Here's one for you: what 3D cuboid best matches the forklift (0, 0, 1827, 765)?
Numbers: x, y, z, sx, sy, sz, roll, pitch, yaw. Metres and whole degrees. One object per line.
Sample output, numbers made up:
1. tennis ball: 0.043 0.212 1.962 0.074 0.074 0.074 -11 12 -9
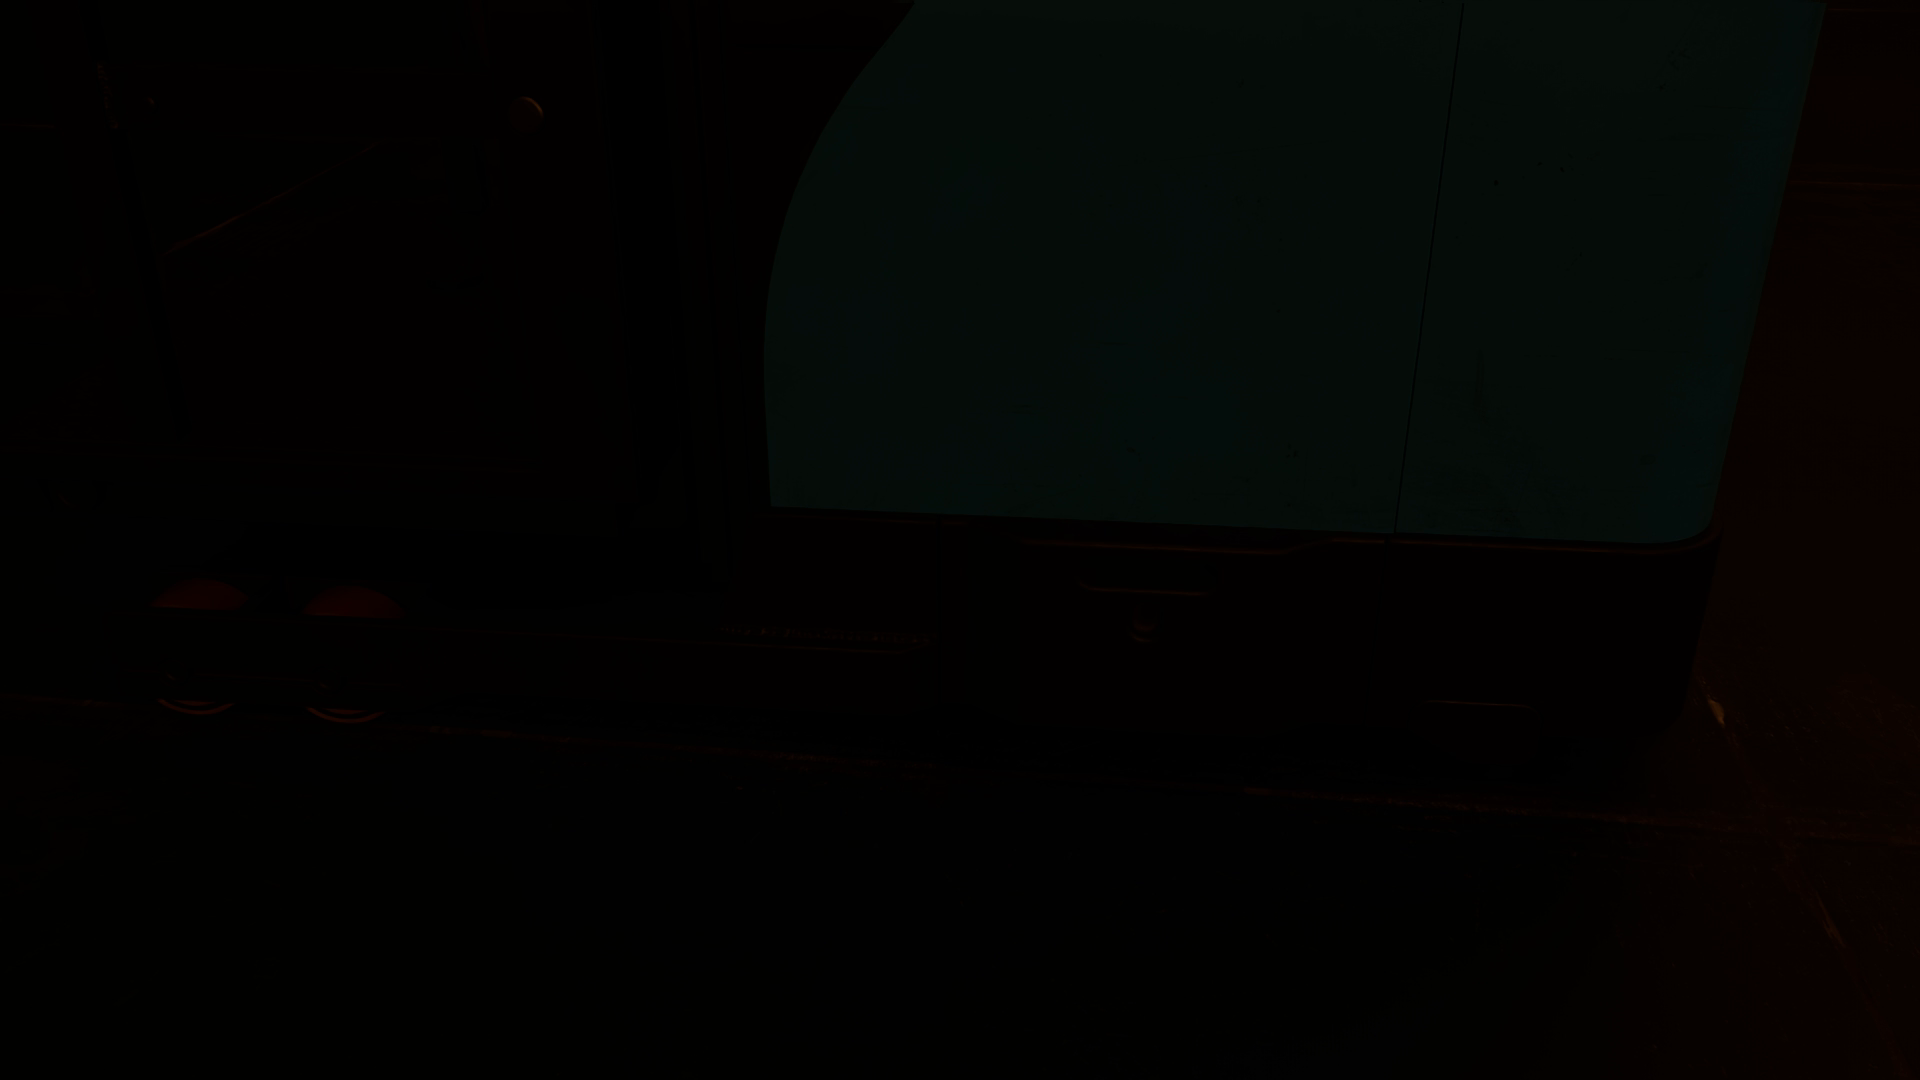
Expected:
1. forklift: -0.614 -1.317 1.857 3.031 2.935 1.130 3 27 5
